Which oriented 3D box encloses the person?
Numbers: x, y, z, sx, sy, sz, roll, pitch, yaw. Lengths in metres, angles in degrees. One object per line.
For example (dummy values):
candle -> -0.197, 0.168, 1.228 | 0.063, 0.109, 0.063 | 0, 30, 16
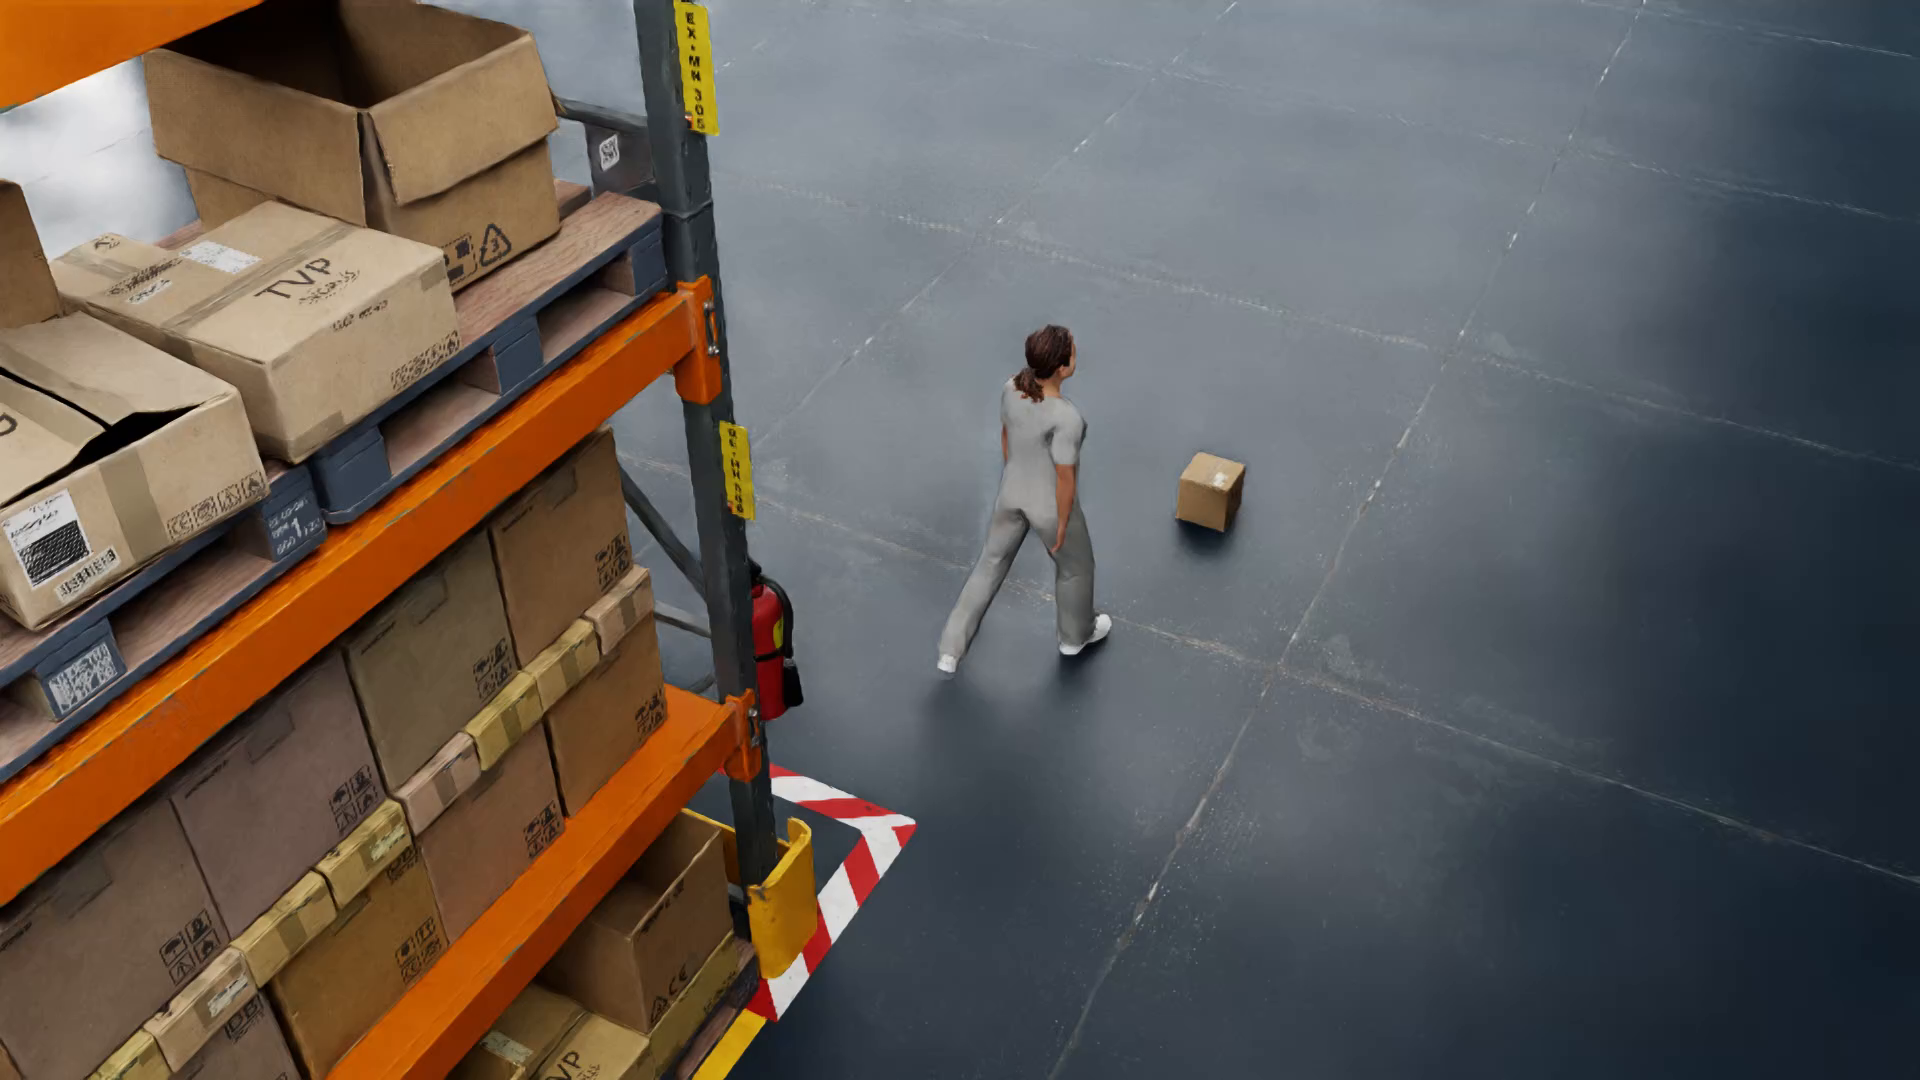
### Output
person -> 0.273, -0.140, 6.928 | 0.488, 1.656, 0.863 | 30, 47, 32
